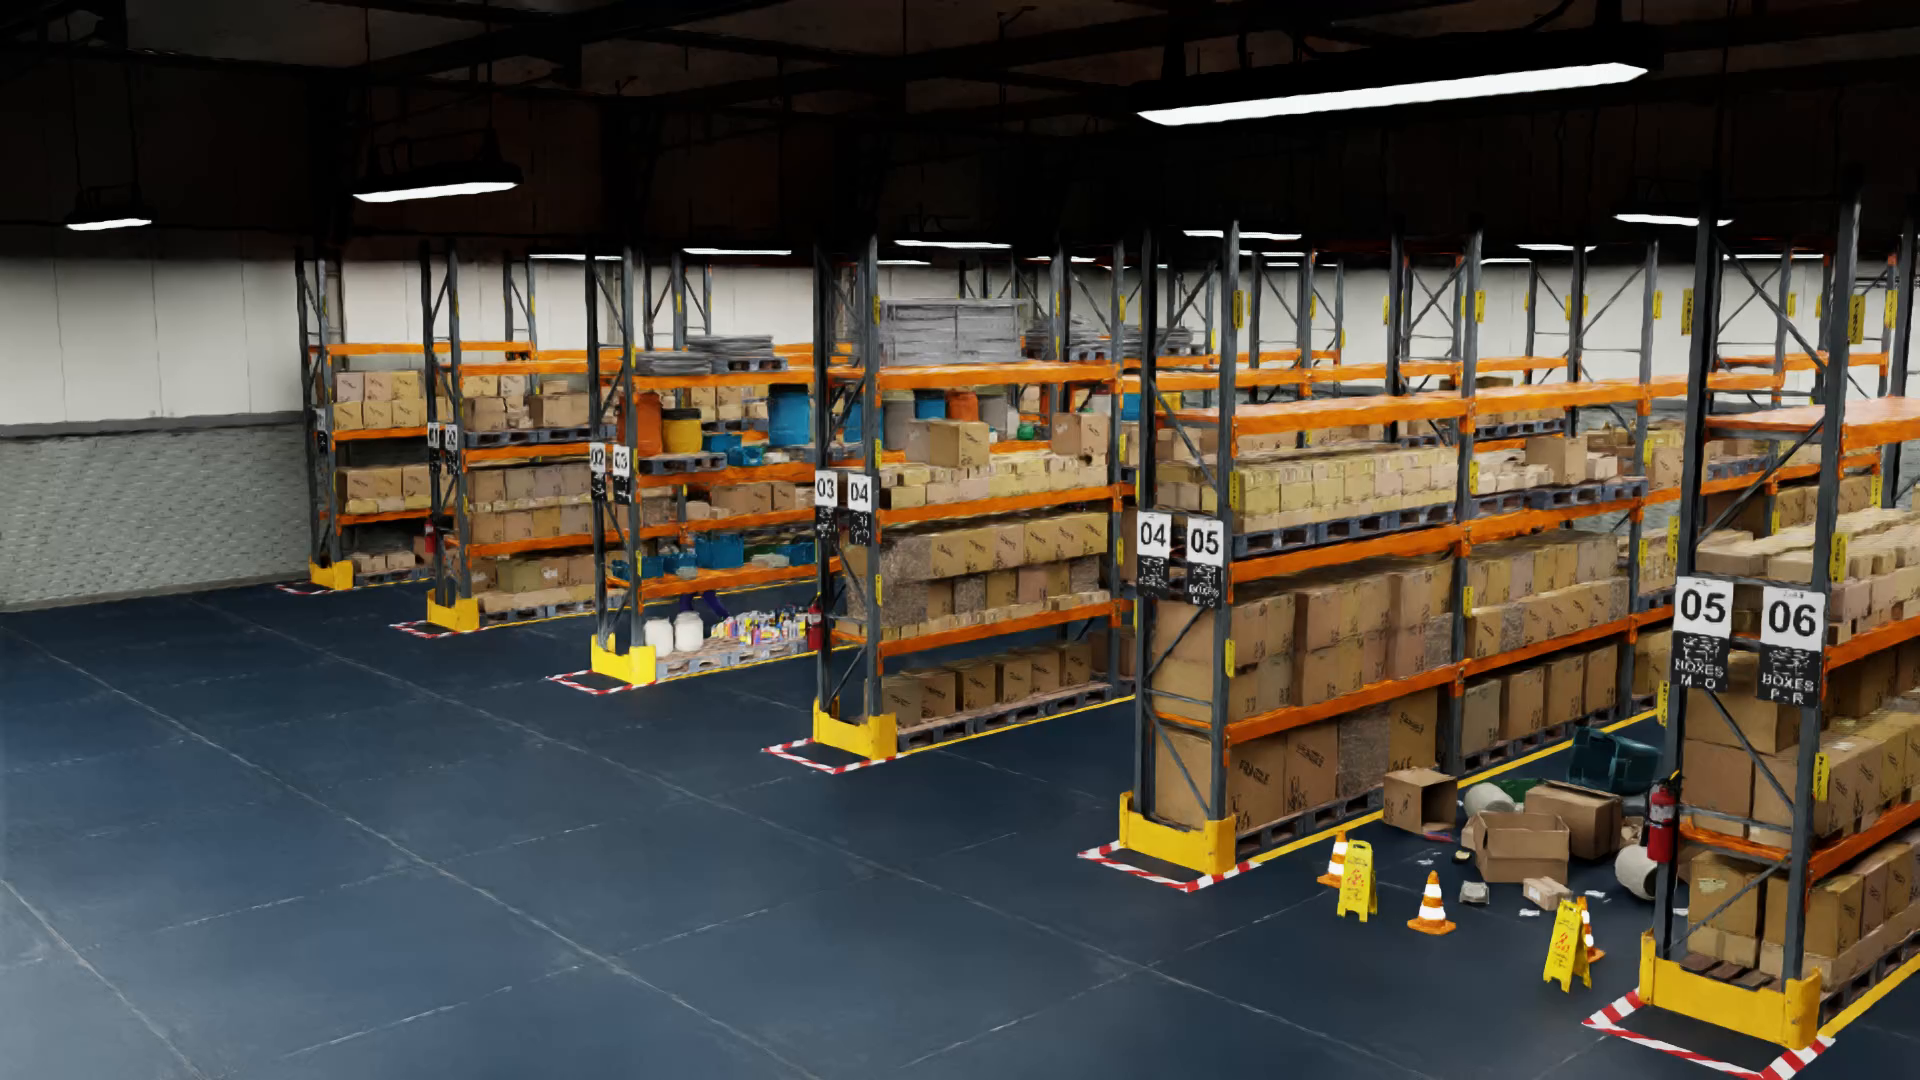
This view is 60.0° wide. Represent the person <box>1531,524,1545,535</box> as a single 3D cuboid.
[{"bbox_3d":[9.213,0.479,26.556,0.406,1.600,0.468,2,9,16],"label":"person"}]

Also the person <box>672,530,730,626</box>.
[{"bbox_3d":[-3.984,0.631,25.642,0.945,1.584,0.524,-3,9,-21],"label":"person"}]

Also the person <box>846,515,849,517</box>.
[{"bbox_3d":[-2.224,-0.720,34.439,0.578,1.714,0.719,-8,12,-44],"label":"person"}]
